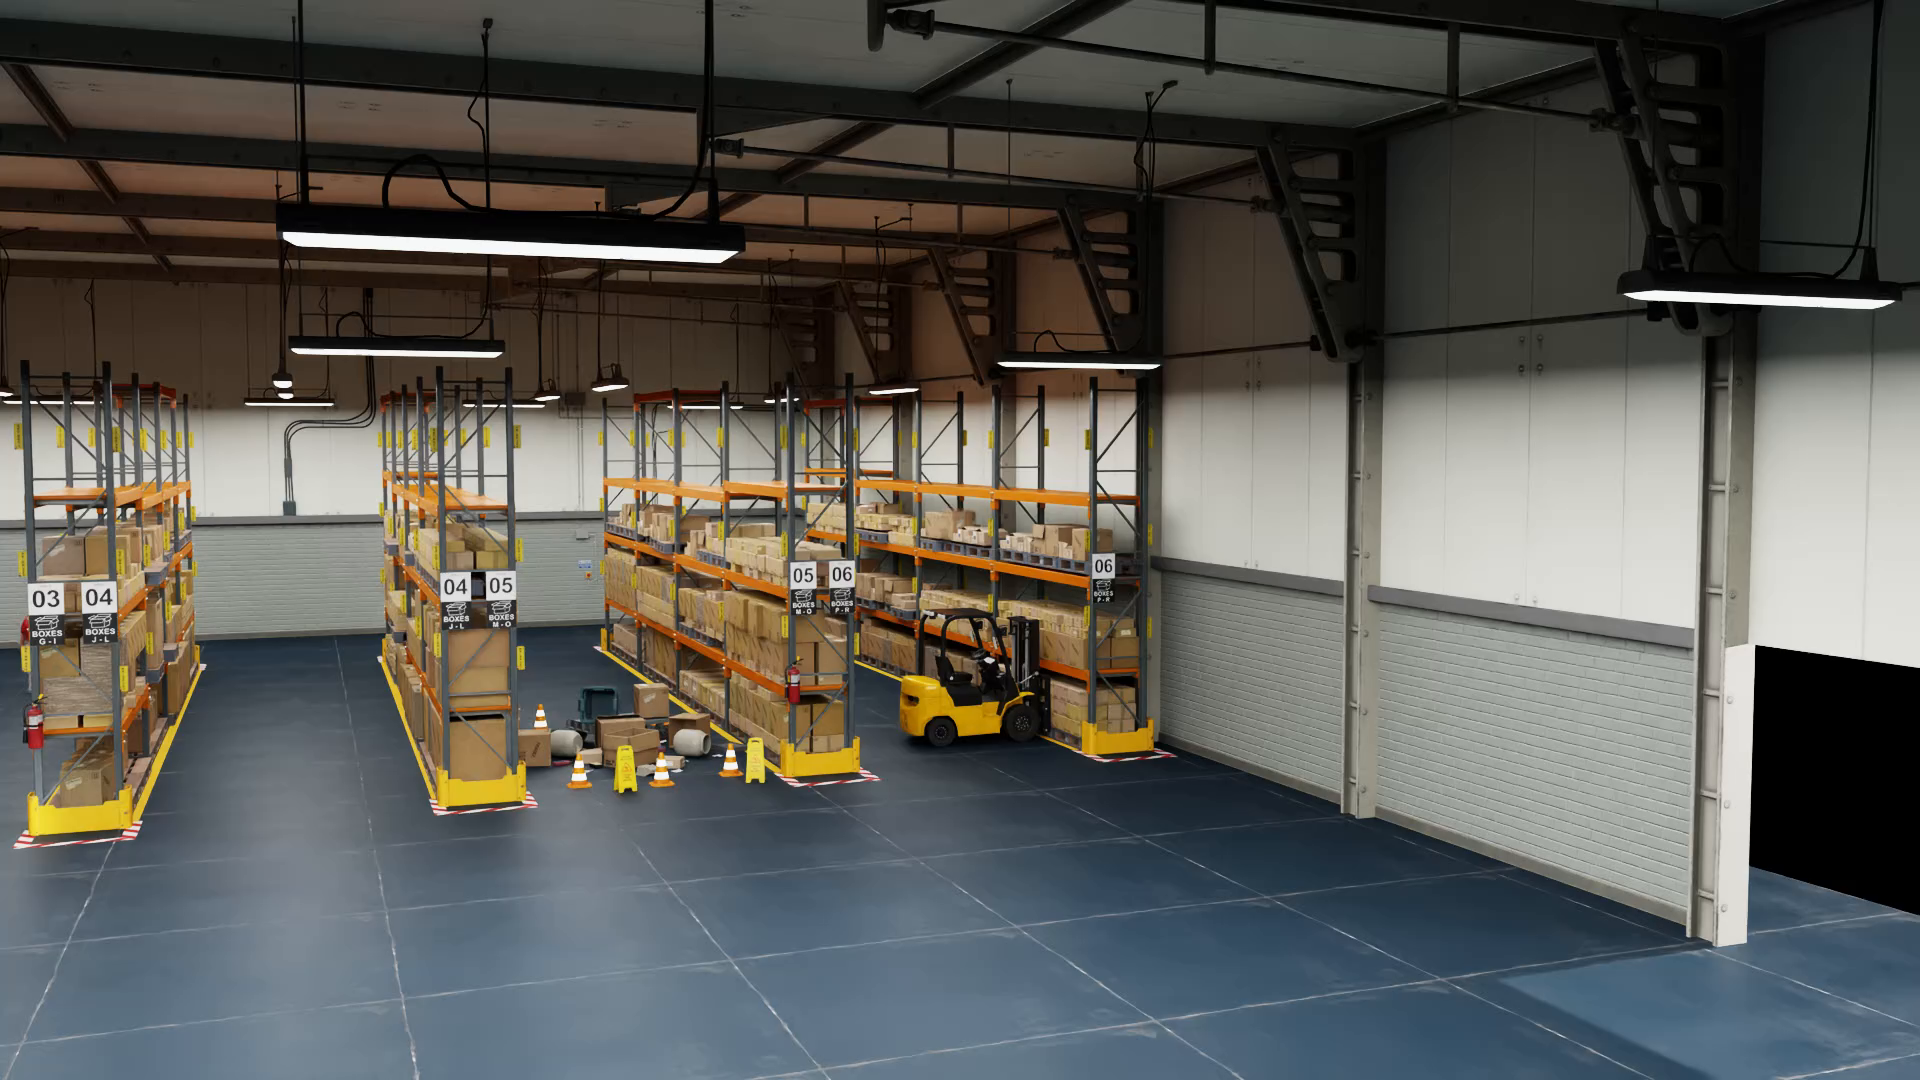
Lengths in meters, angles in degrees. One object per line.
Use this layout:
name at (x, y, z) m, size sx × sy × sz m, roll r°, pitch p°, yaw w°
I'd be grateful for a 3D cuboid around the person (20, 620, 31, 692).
person at (-18.457, 2.156, 33.246) m, size 0.593 × 1.657 × 1.083 m, roll -2°, pitch 4°, yaw -32°
